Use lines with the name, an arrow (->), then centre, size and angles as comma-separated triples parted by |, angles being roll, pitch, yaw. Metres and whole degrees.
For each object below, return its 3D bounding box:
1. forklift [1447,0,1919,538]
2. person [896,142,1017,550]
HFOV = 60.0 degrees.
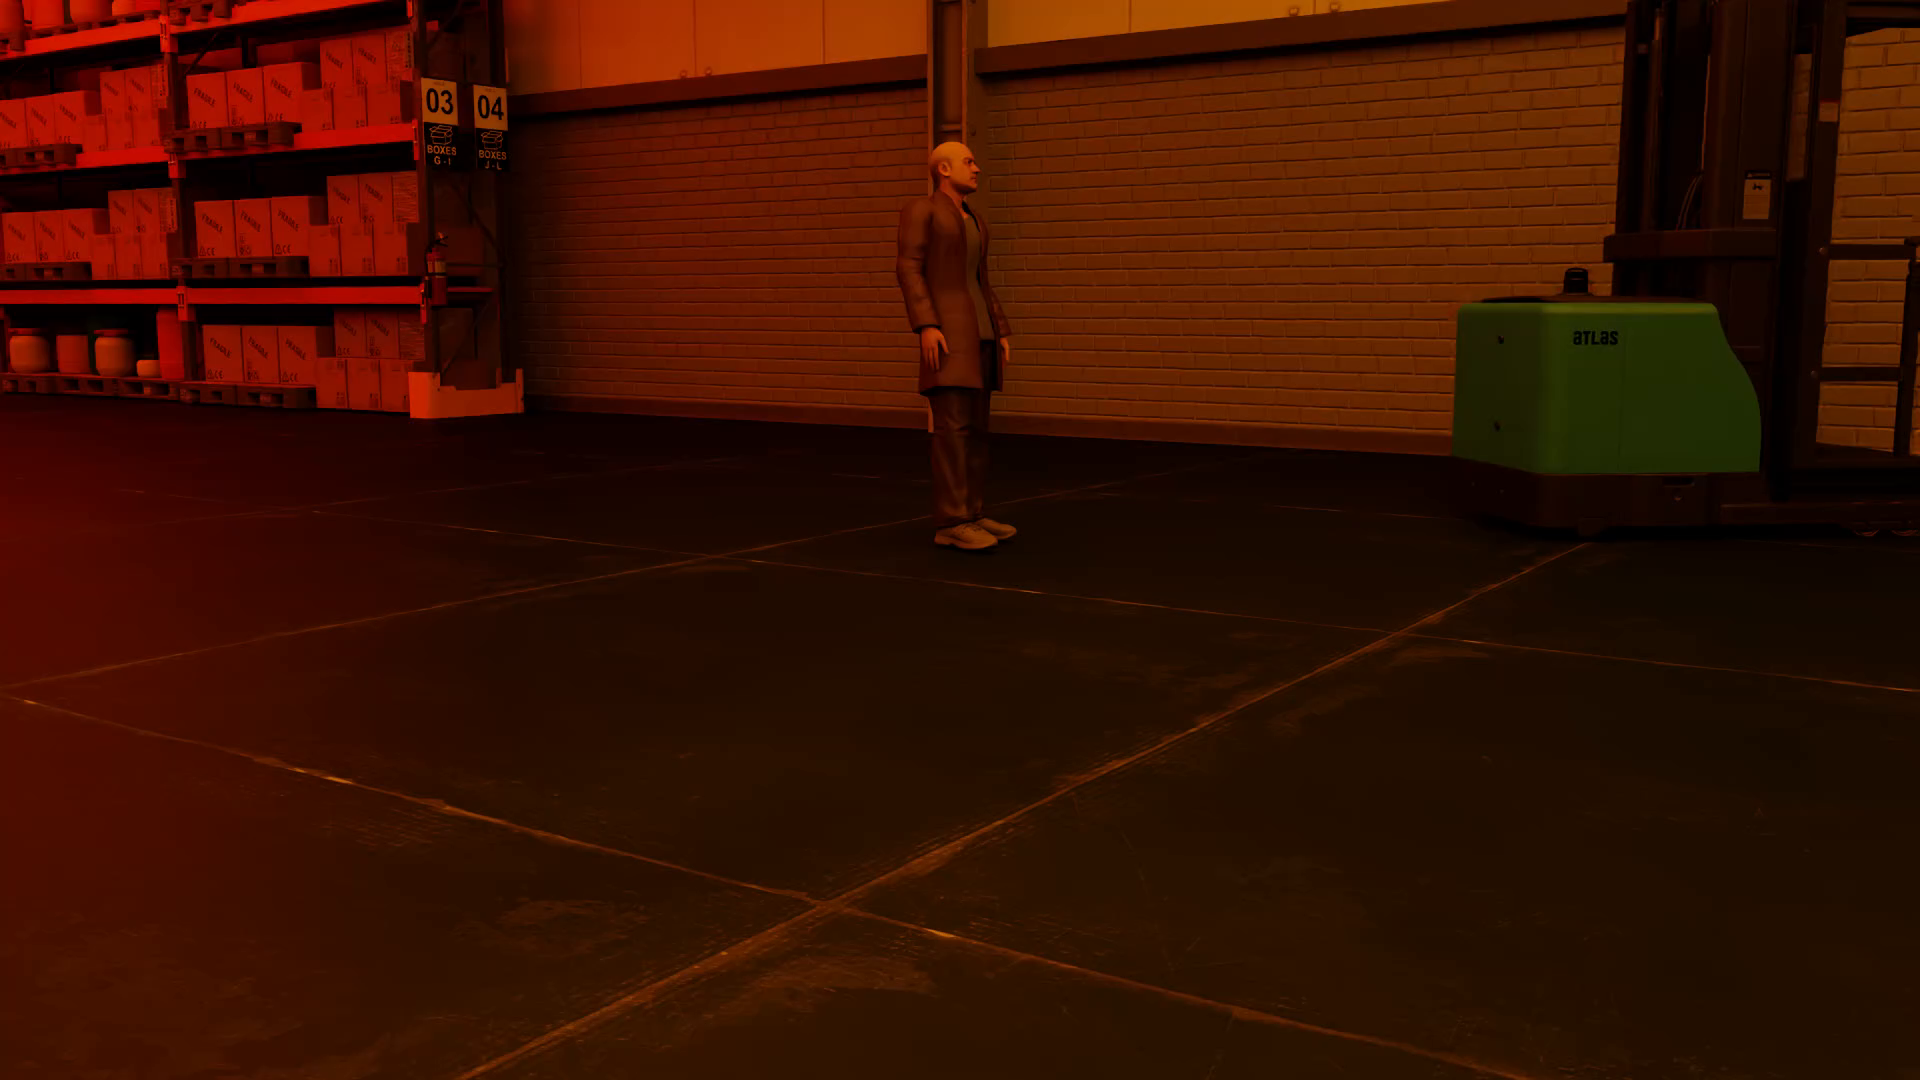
forklift -> 4.021, -1.535, 7.989 | 3.031, 2.935, 1.130 | -1, 8, -8
person -> 0.074, -0.879, 7.423 | 0.579, 1.777, 0.696 | 5, 10, 34
